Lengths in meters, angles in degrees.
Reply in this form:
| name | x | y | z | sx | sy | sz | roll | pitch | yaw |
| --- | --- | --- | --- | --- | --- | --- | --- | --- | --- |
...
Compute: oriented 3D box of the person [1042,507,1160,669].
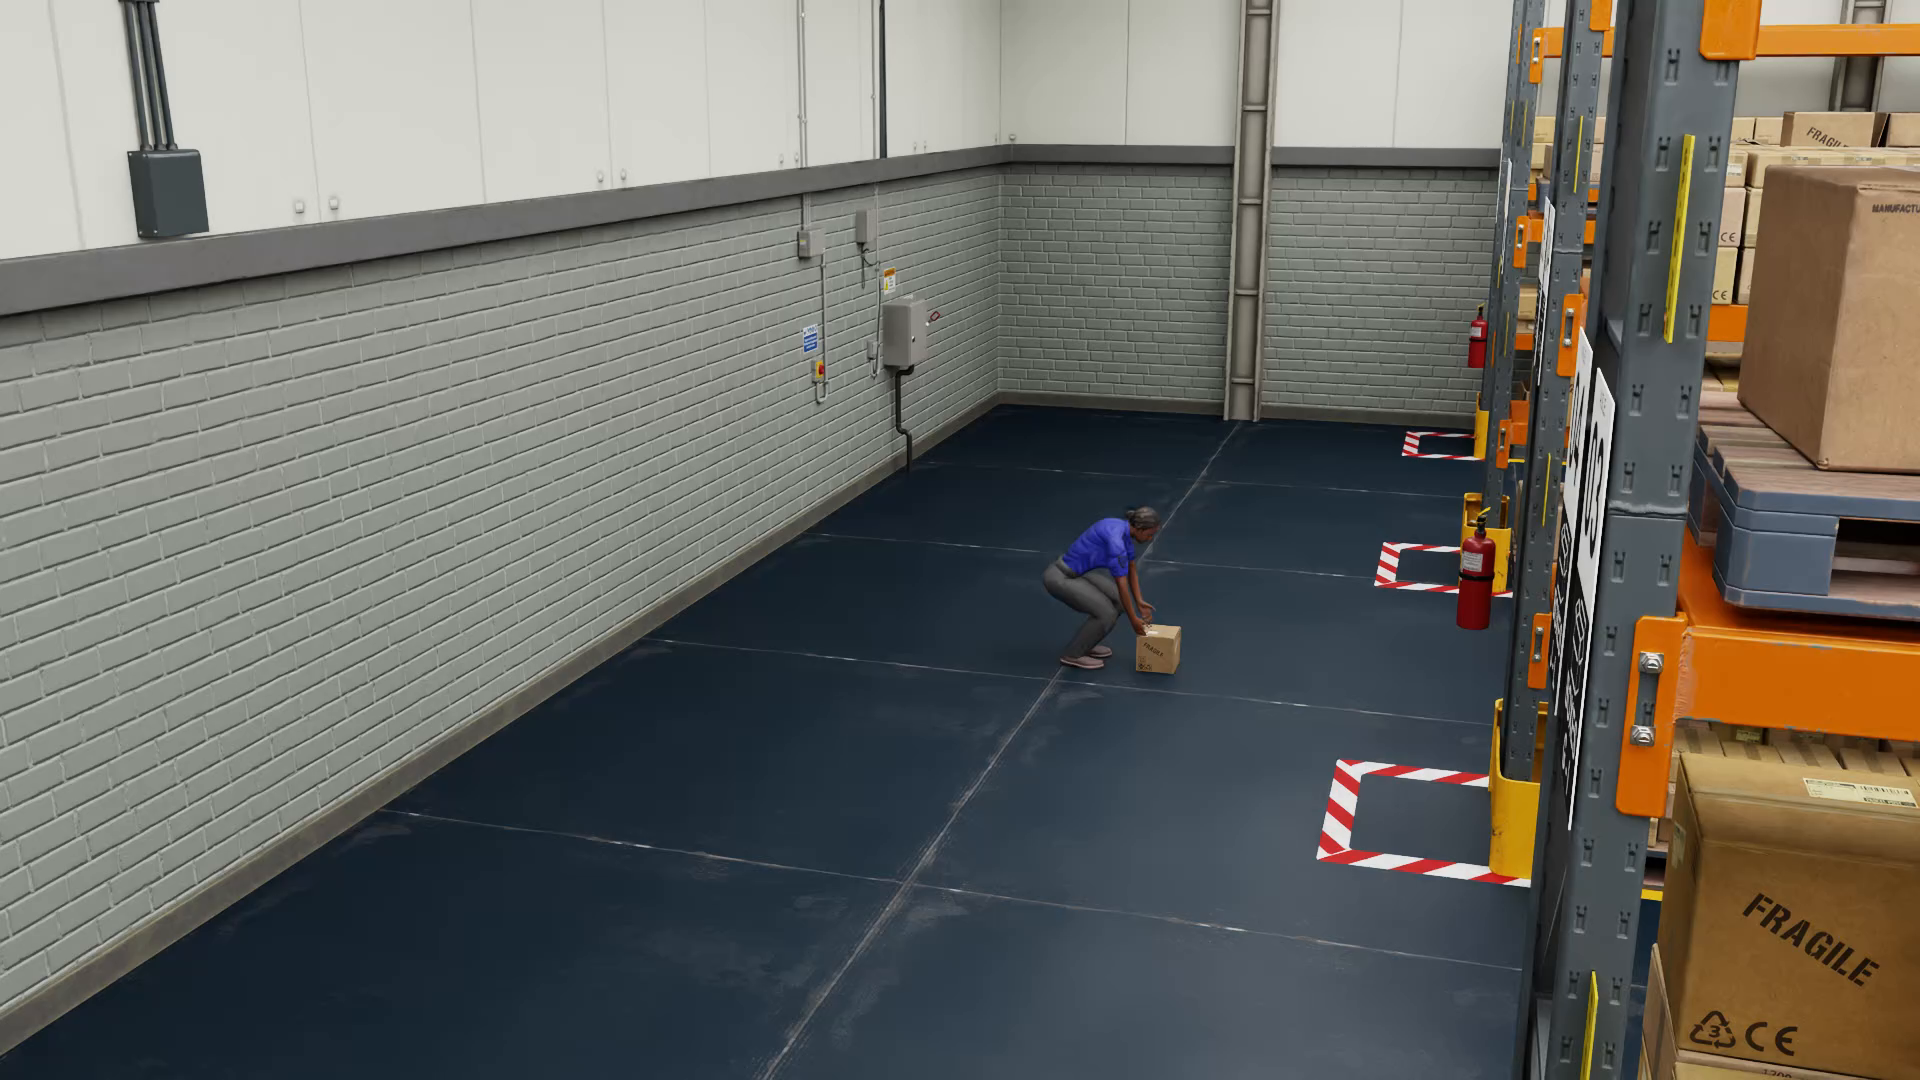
| name | x | y | z | sx | sy | sz | roll | pitch | yaw |
| --- | --- | --- | --- | --- | --- | --- | --- | --- | --- |
| person | 0.940 | 0.292 | 11.072 | 0.756 | 1.078 | 0.498 | 4 | 16 | 16 |
